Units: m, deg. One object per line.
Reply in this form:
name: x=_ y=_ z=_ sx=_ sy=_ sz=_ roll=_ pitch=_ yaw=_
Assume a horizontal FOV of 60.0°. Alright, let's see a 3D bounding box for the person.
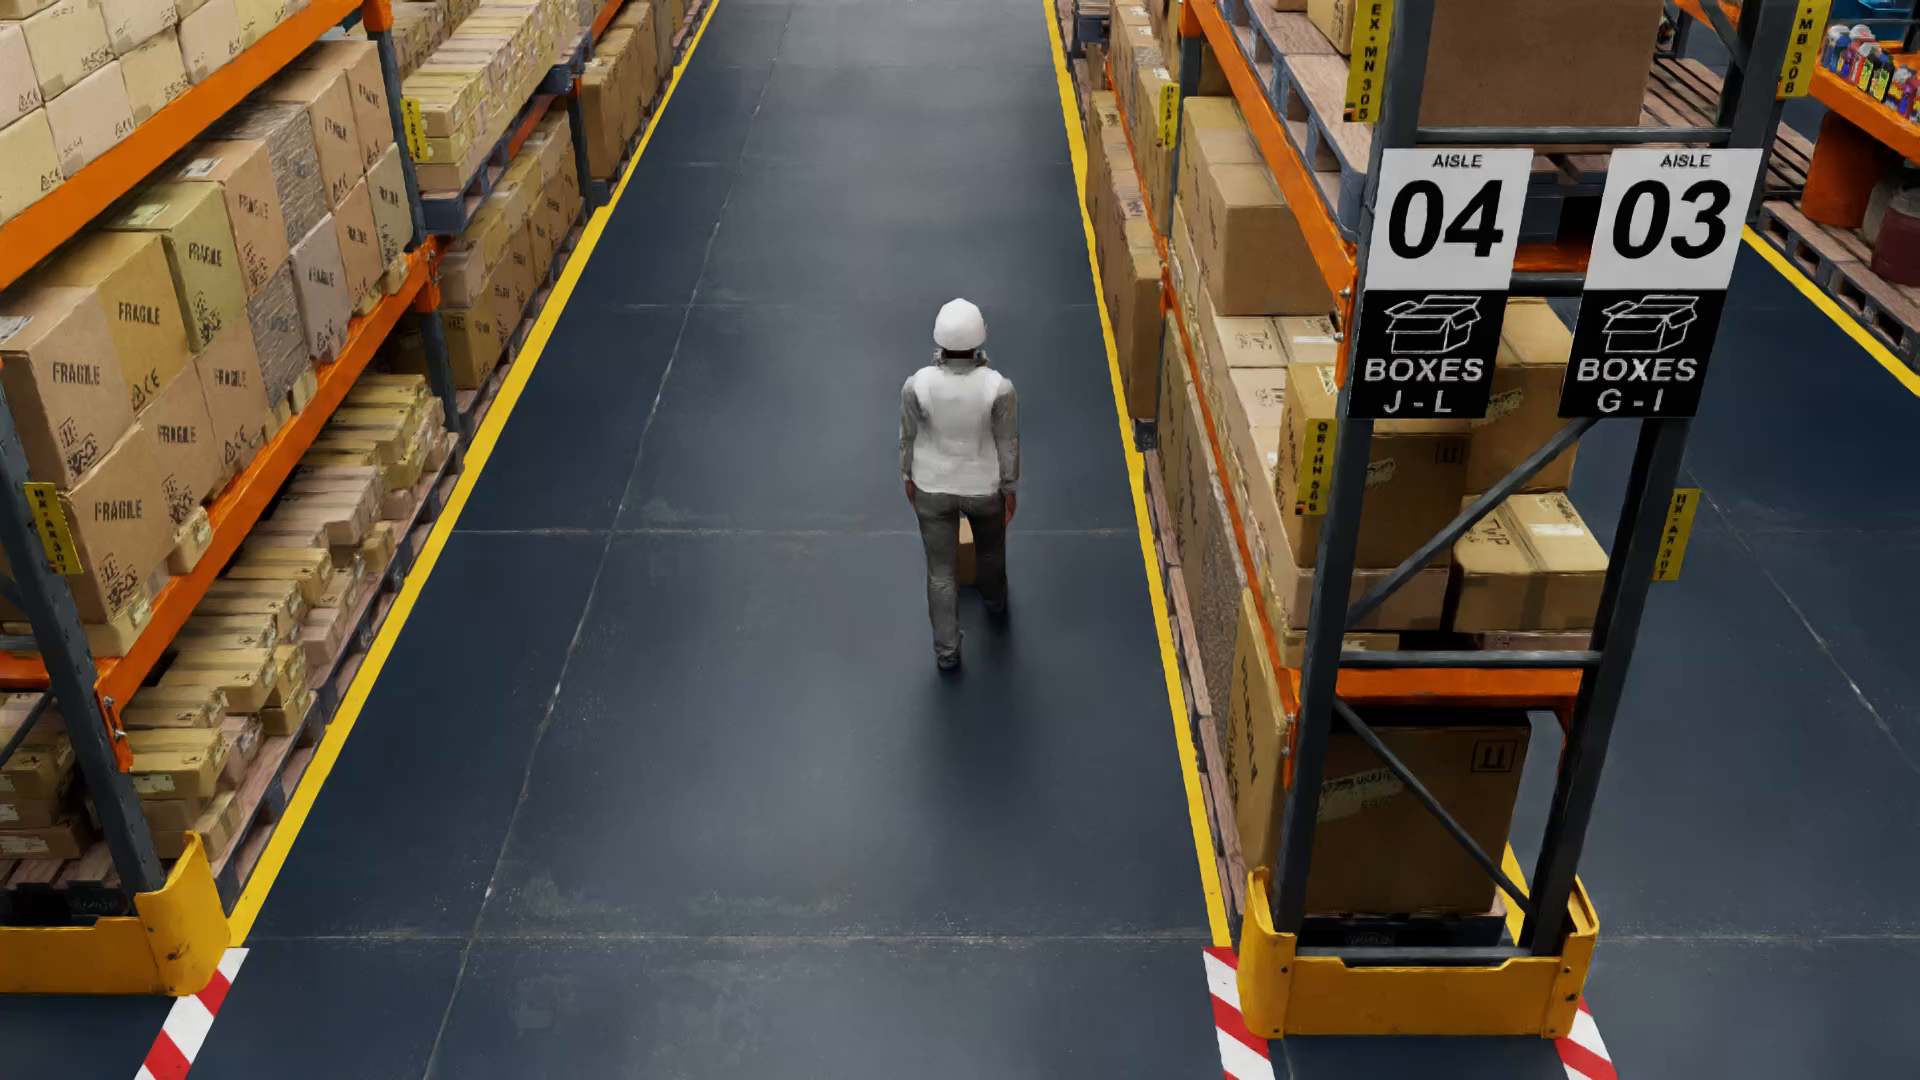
person: x=-0.005 y=-0.328 z=7.637 sx=0.537 sy=1.757 sz=0.774 roll=0 pitch=31 yaw=0
